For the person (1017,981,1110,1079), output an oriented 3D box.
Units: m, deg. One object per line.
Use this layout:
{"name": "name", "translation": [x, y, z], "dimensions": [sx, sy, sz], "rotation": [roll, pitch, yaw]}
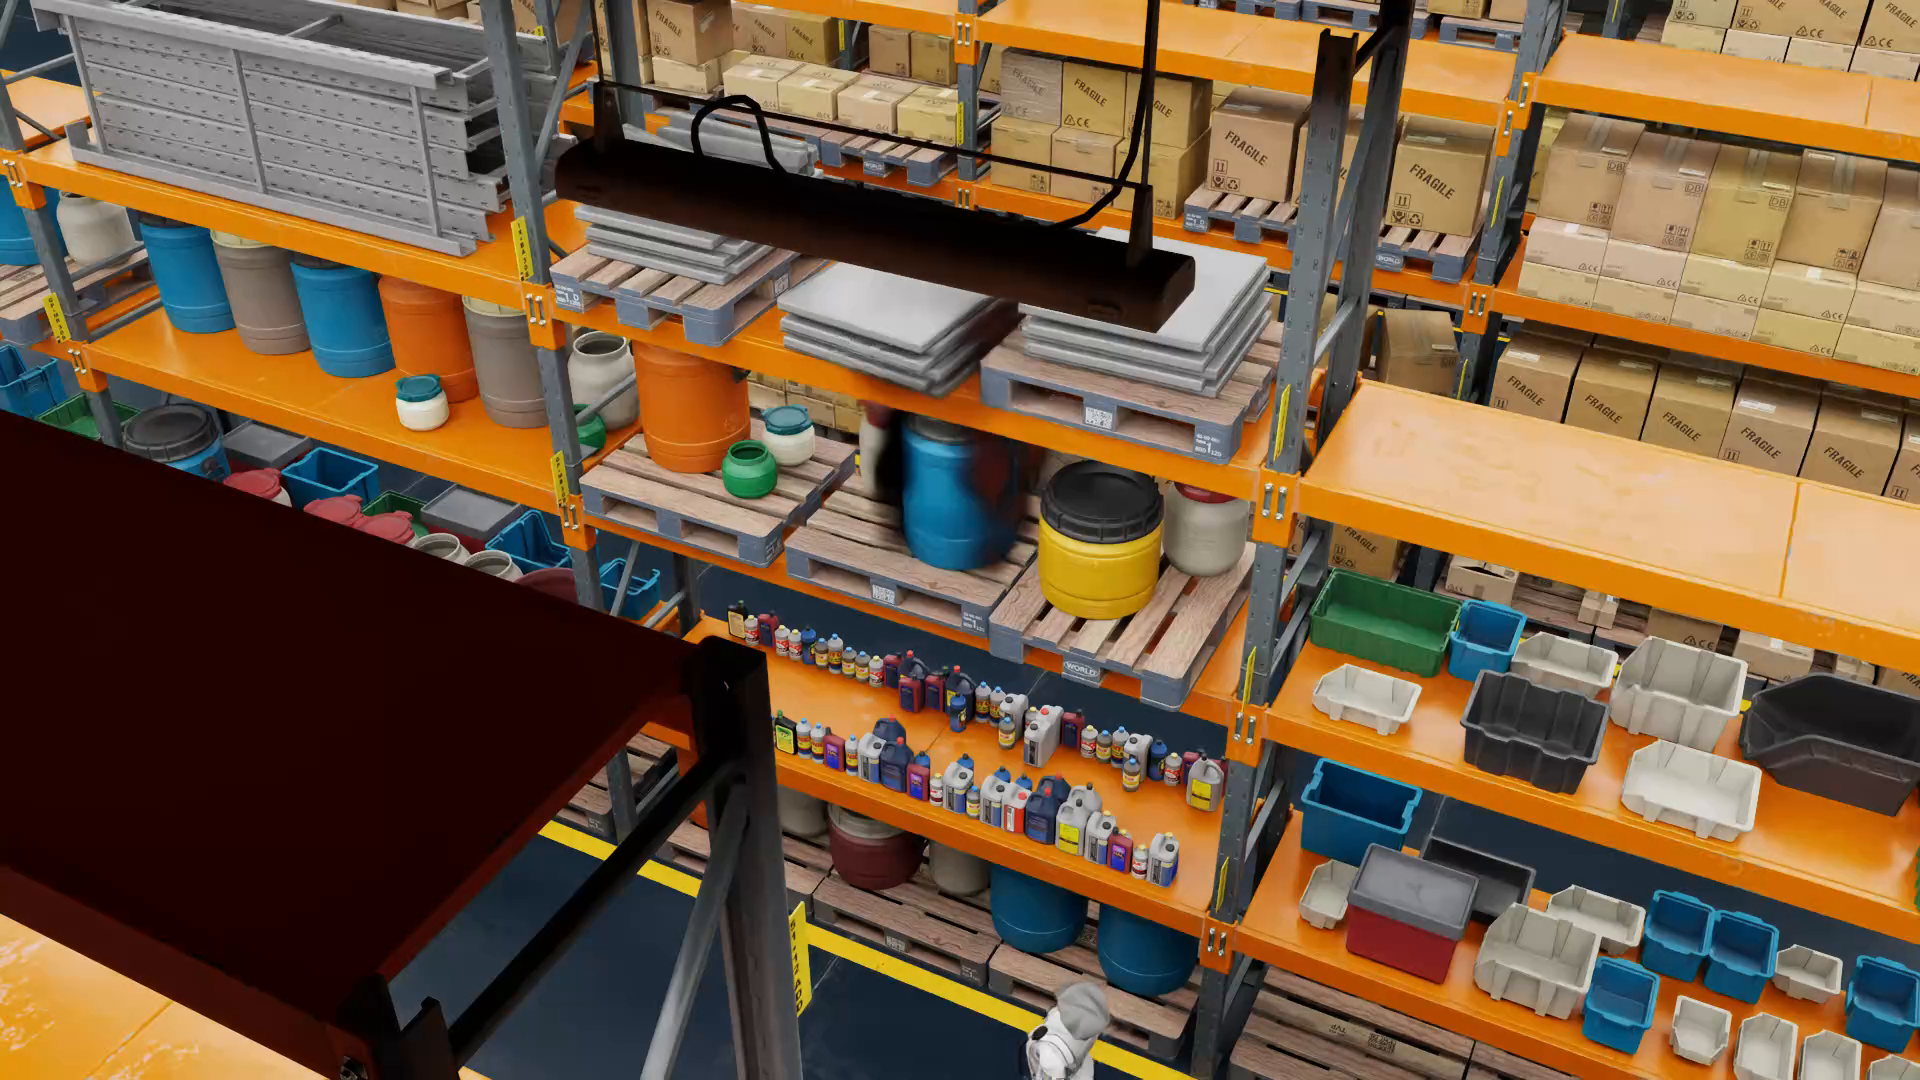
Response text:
{"name": "person", "translation": [0.492, 2.654, 8.154], "dimensions": [0.946, 1.634, 0.563], "rotation": [10, 36, 14]}
